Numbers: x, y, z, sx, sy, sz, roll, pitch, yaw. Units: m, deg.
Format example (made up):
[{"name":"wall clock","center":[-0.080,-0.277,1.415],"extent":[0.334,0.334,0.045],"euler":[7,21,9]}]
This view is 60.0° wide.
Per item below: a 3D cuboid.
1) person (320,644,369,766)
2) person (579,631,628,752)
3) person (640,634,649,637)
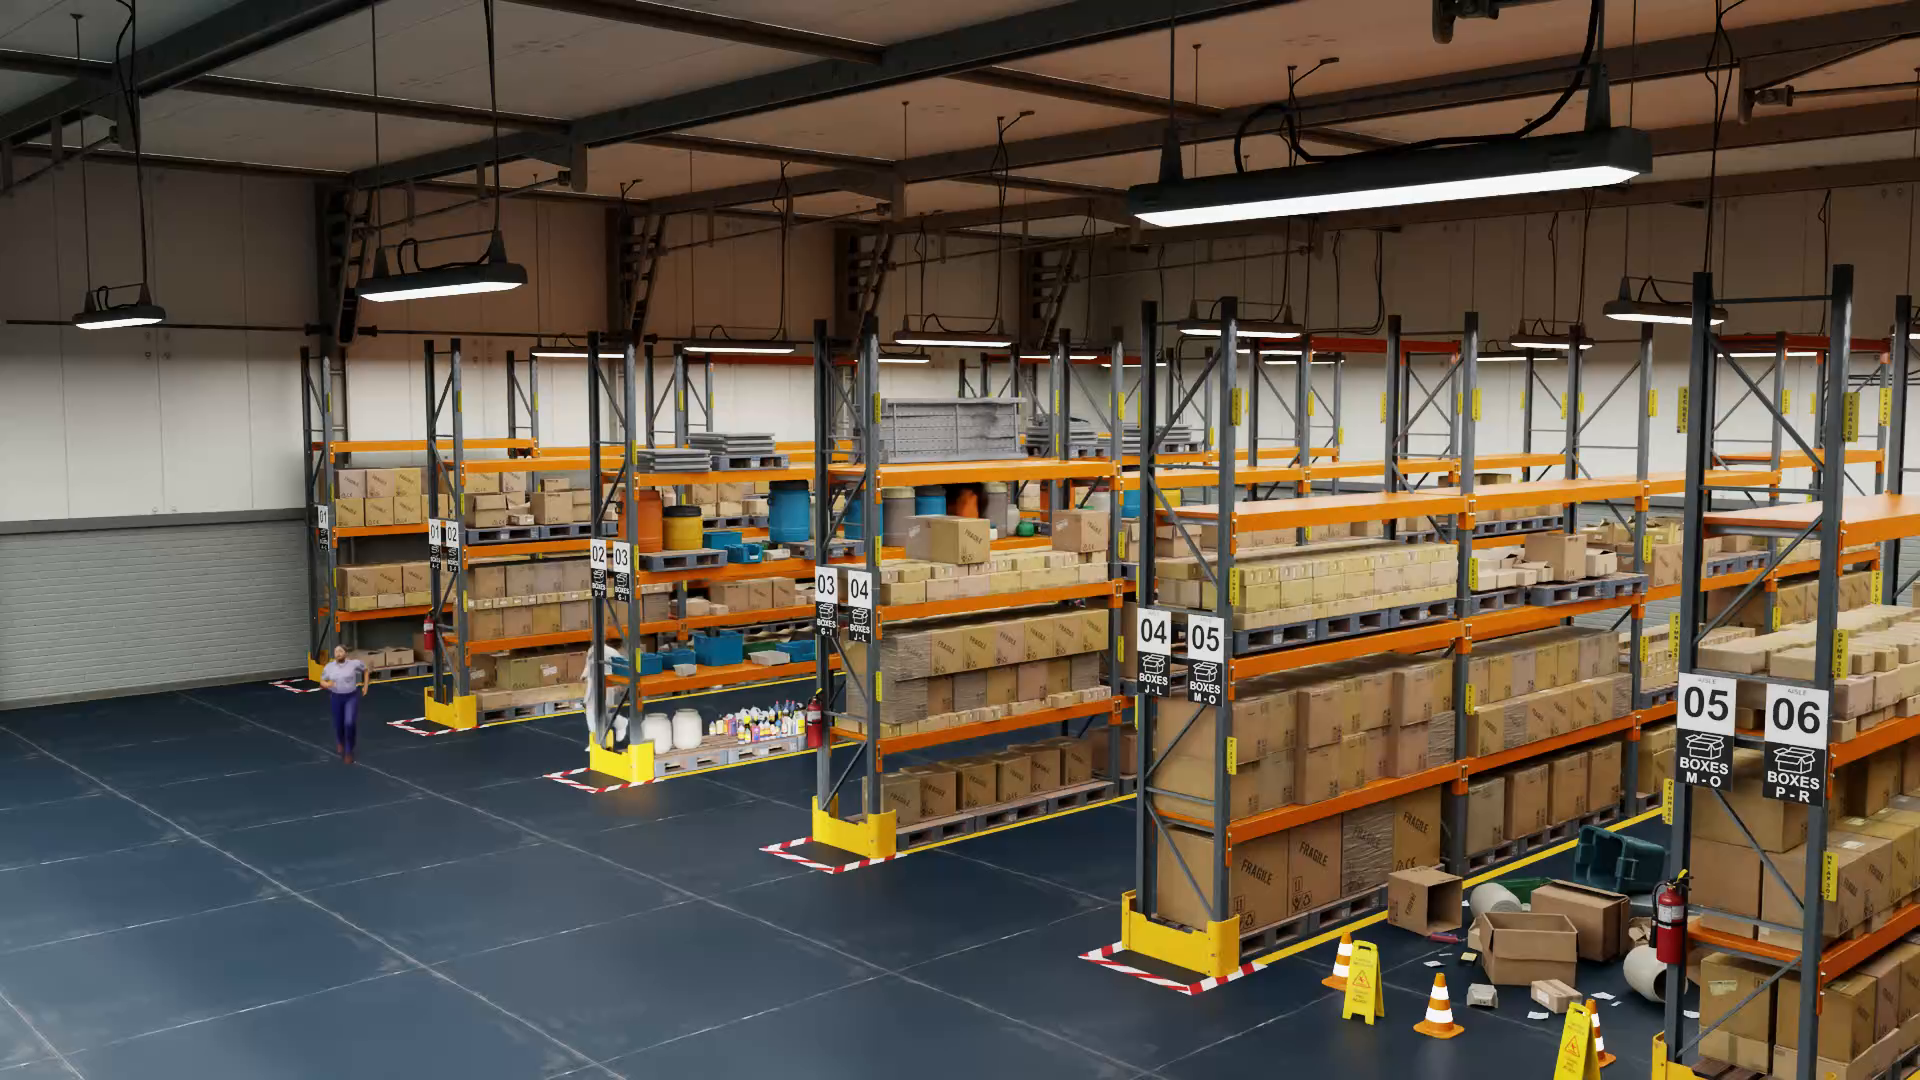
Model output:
[{"name":"person","center":[-8.672,2.303,23.472],"extent":[0.611,1.673,0.882],"euler":[-1,5,-9]},{"name":"person","center":[-5.195,2.160,24.209],"extent":[0.733,1.753,0.779],"euler":[3,6,31]},{"name":"person","center":[-5.744,1.662,30.221],"extent":[0.584,1.753,0.749],"euler":[4,6,39]}]
